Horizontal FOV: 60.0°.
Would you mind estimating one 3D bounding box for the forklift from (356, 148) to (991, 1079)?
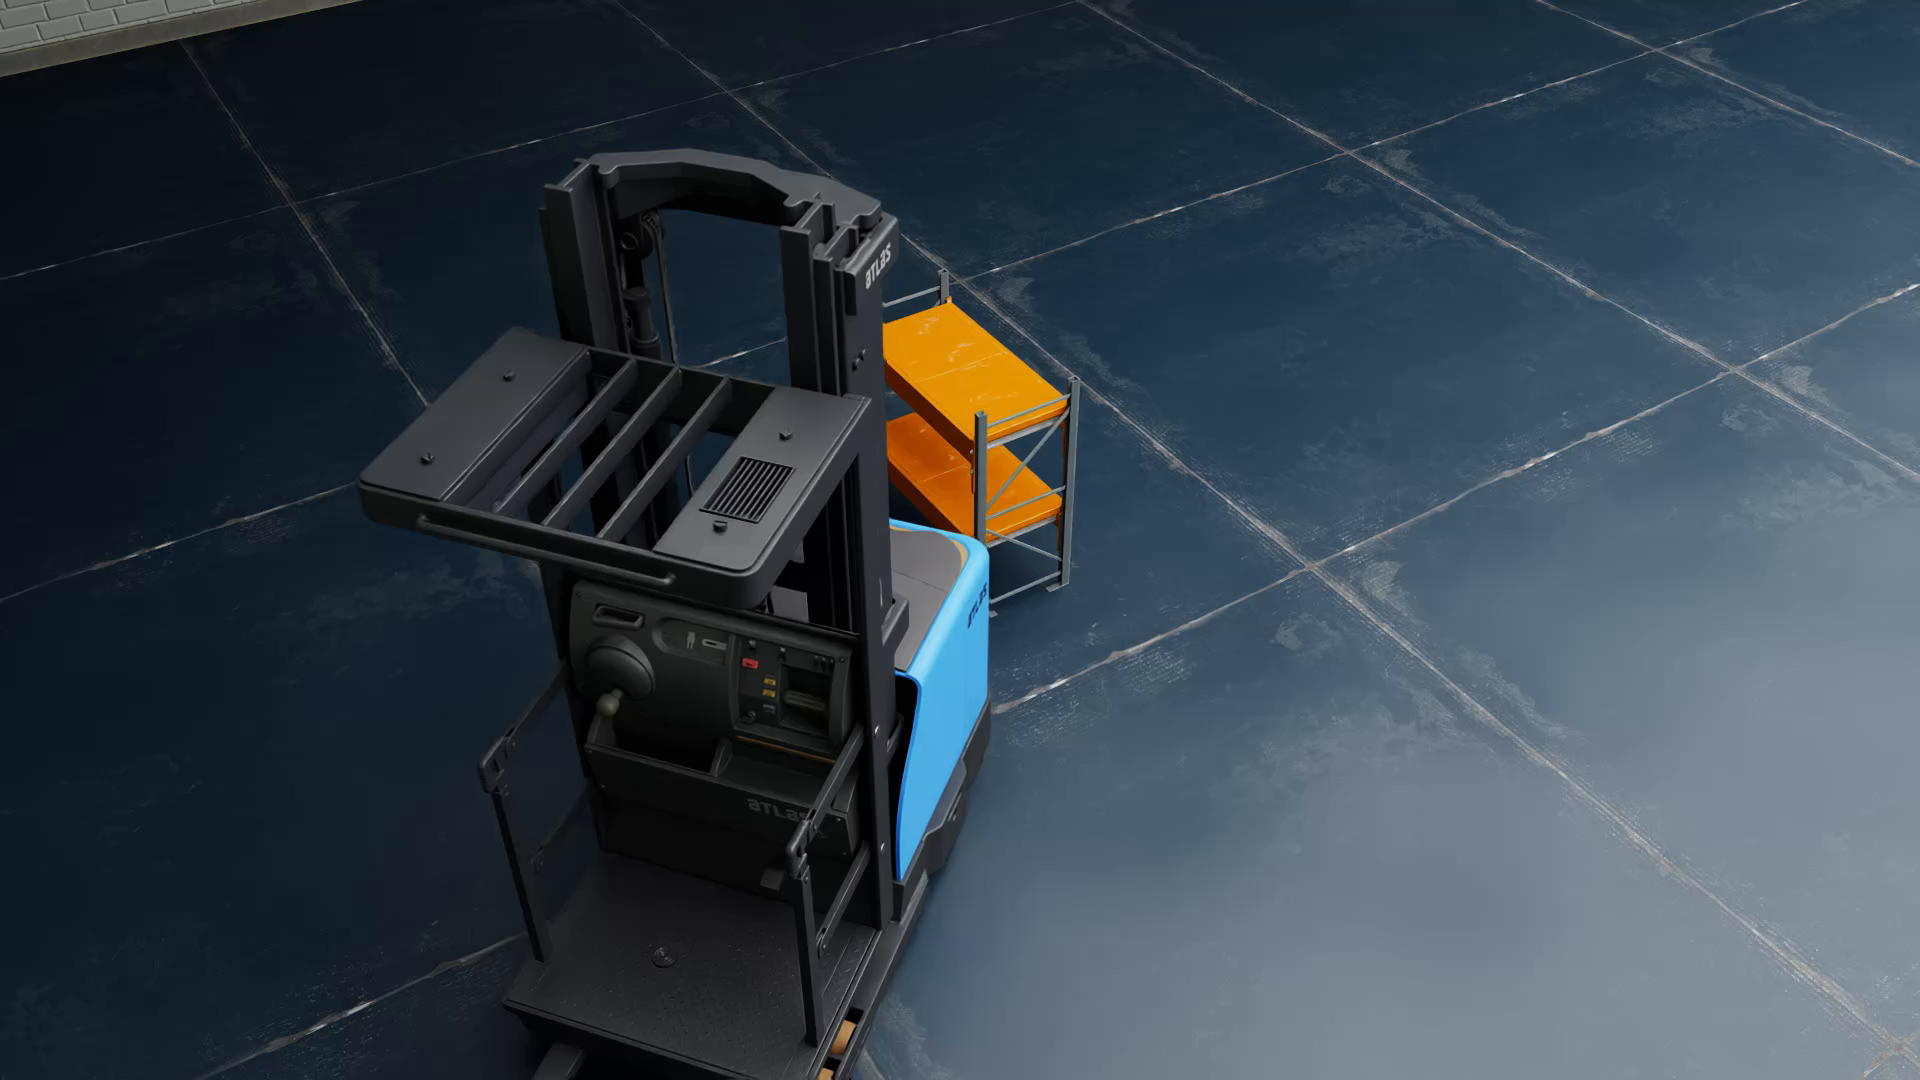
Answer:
[{"bbox_3d":[-0.841,0.486,4.937,1.130,2.935,3.031,13,41,15],"label":"forklift"}]

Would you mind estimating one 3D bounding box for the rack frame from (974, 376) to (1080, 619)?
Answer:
[{"bbox_3d":[0.277,-0.154,7.117,0.500,1.125,0.032,-22,45,-24],"label":"rack frame"}]

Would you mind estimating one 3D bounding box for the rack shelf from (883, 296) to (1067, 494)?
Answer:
[{"bbox_3d":[0.004,-0.653,7.259,0.538,0.278,1.000,-22,45,-24],"label":"rack shelf"}]

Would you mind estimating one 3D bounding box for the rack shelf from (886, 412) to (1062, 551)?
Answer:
[{"bbox_3d":[0.004,-0.241,7.603,0.538,0.278,1.000,-22,45,-24],"label":"rack shelf"}]

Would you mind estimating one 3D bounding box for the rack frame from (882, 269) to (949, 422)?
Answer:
[{"bbox_3d":[-0.270,-0.703,7.775,0.500,1.125,0.032,-22,45,-24],"label":"rack frame"}]

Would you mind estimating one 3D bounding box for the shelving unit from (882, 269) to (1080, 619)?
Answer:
[{"bbox_3d":[0.004,-0.428,7.446,0.538,1.125,1.048,-22,45,-24],"label":"shelving unit"}]
